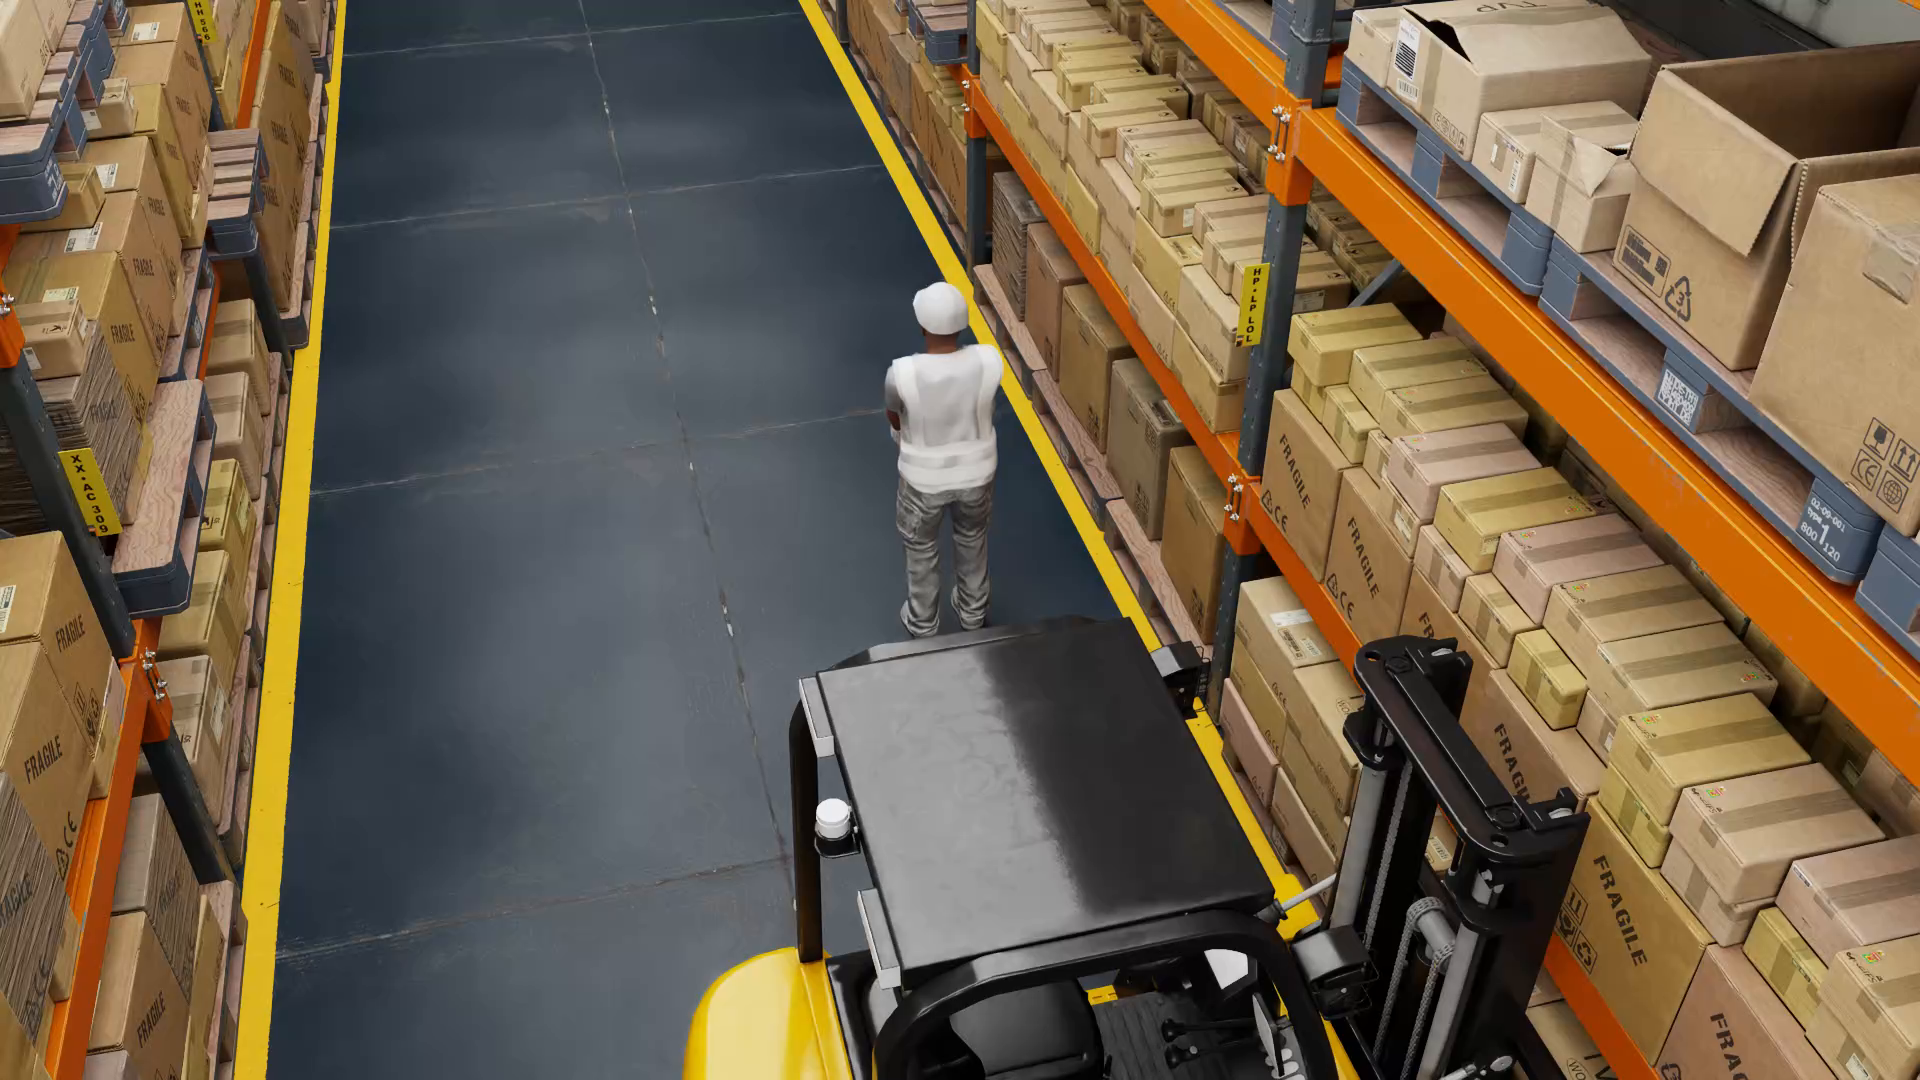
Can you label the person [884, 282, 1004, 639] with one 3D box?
[{"bbox_3d":[-0.095,-0.361,7.163,0.490,1.782,0.578,-10,39,-12],"label":"person"}]
